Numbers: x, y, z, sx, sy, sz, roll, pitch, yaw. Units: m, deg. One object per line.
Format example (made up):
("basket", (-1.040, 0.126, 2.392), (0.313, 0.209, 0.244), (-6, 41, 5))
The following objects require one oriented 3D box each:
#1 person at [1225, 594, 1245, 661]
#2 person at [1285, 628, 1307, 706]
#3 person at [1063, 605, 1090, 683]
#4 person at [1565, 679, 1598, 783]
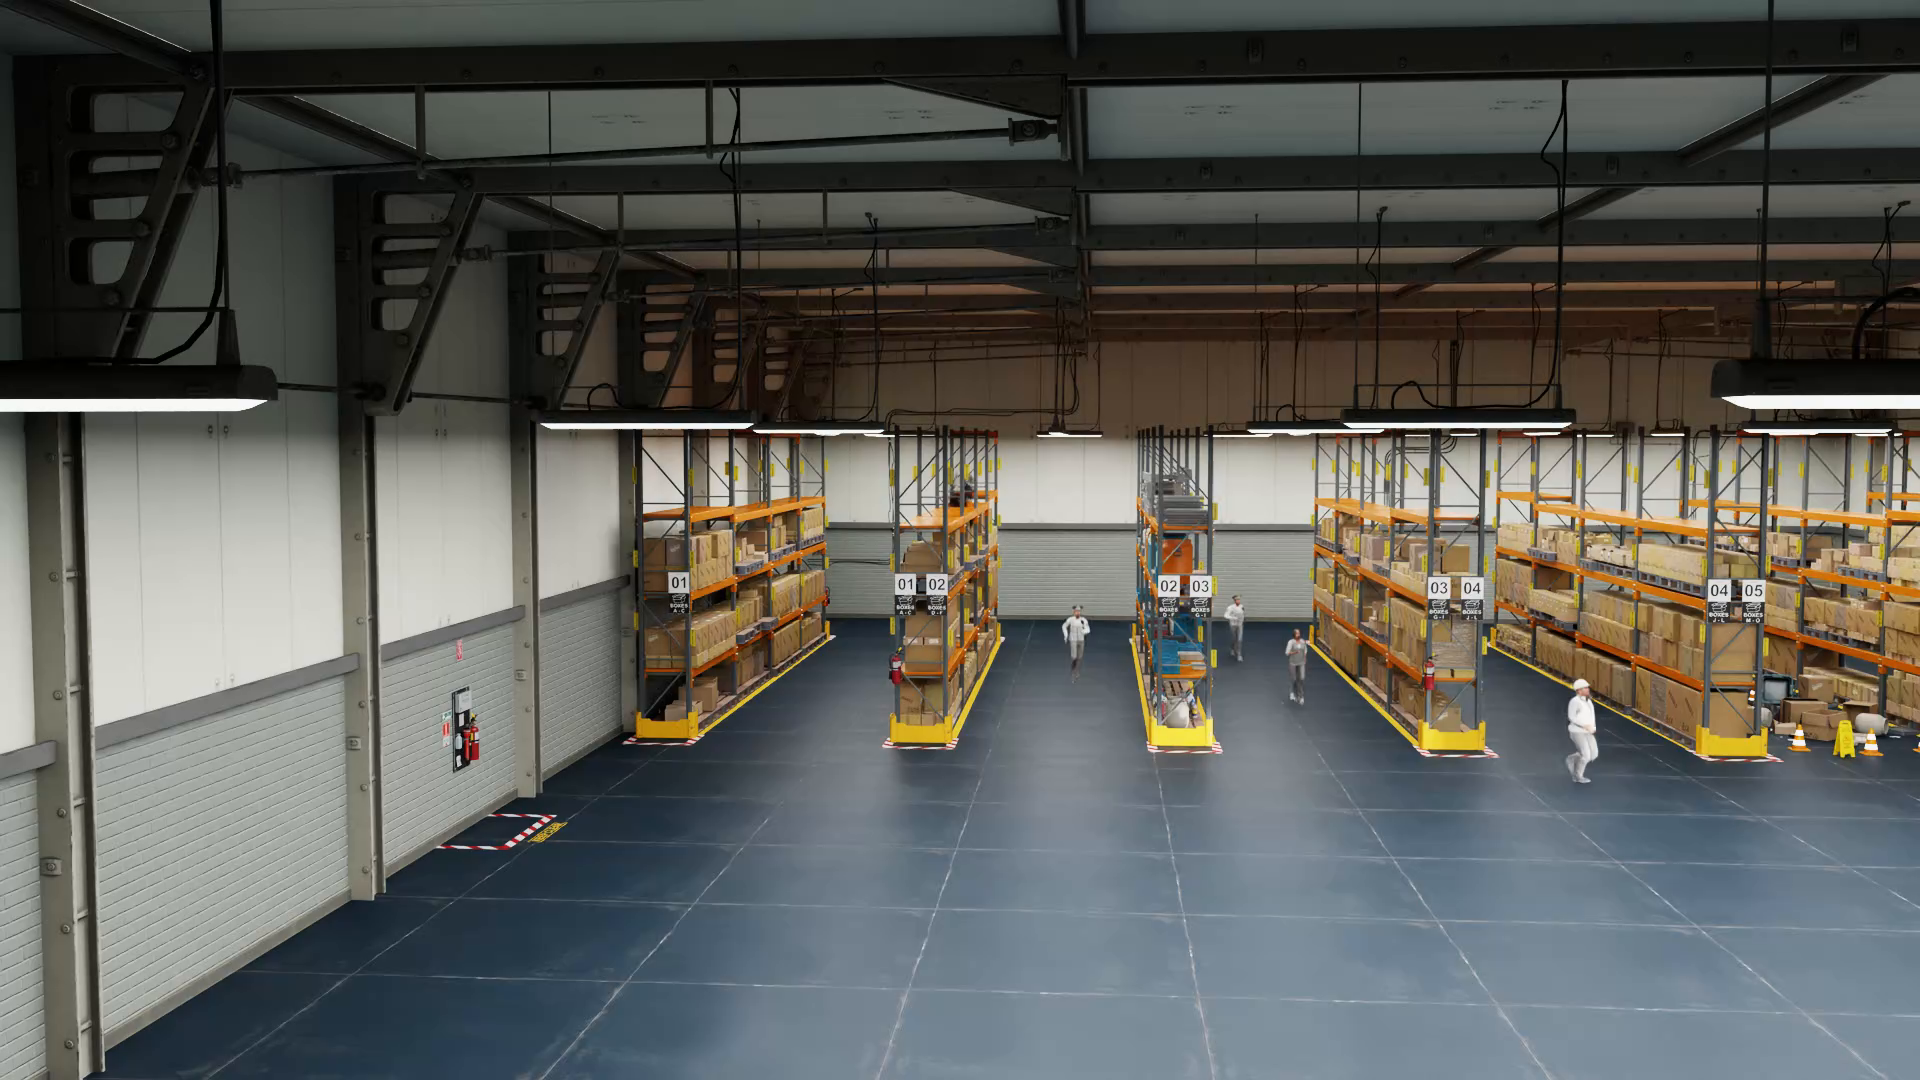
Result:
("person", (7.196, 2.266, 43.469), (0.598, 1.715, 0.866), (0, 3, -8))
("person", (7.320, 2.744, 36.153), (0.520, 1.621, 0.706), (0, 3, -1))
("person", (2.650, 2.343, 37.652), (0.580, 1.765, 0.670), (0, 3, -6))
("person", (10.379, 3.186, 27.795), (0.707, 1.729, 0.609), (-3, 5, -42))
